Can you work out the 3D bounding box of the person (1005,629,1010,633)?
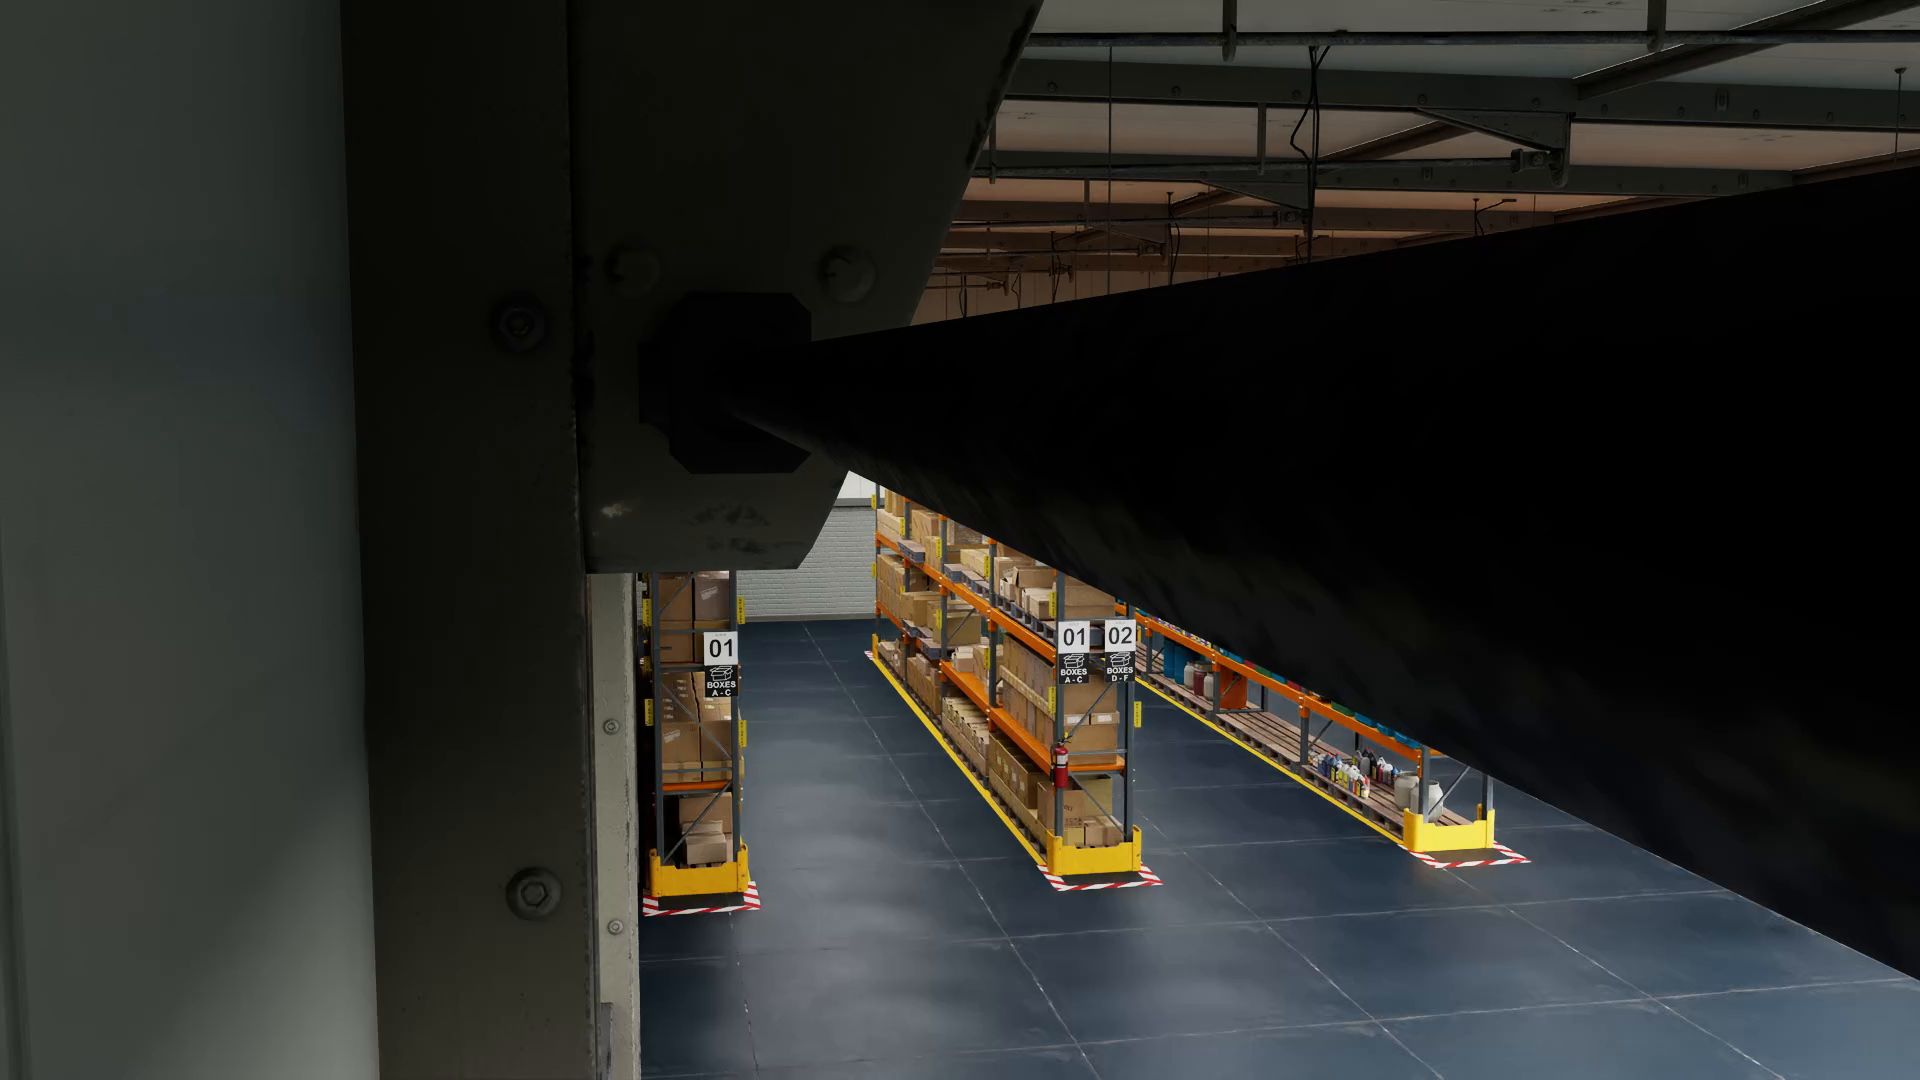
[{"bbox_3d":[1.150,1.940,34.483,0.642,1.732,0.633,-2,6,-18],"label":"person"}]
